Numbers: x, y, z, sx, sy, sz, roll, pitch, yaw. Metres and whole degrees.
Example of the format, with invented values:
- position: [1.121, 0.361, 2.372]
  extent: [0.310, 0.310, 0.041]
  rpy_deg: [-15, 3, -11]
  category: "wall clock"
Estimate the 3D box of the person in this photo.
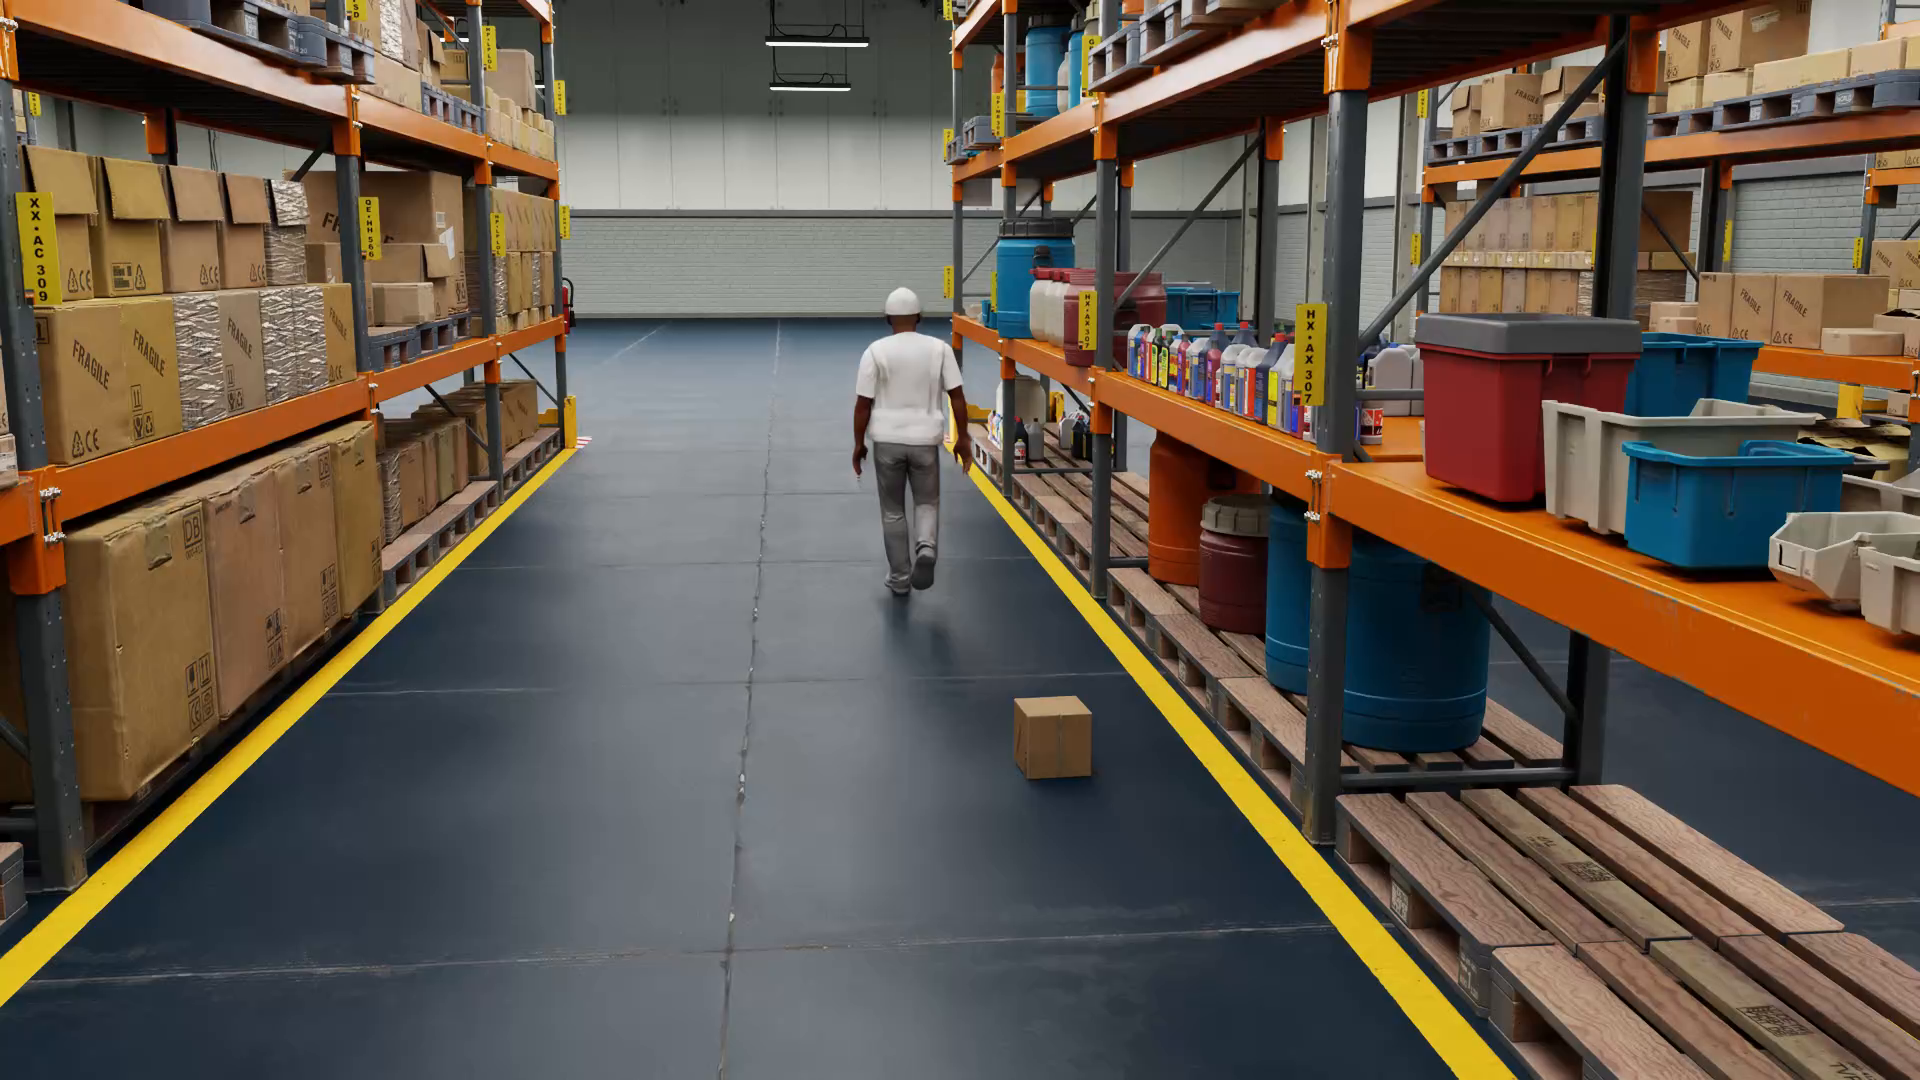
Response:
- position: [-0.260, -0.542, 9.391]
  extent: [0.668, 1.746, 0.681]
  rpy_deg: [-2, 10, -10]
  category: "person"
